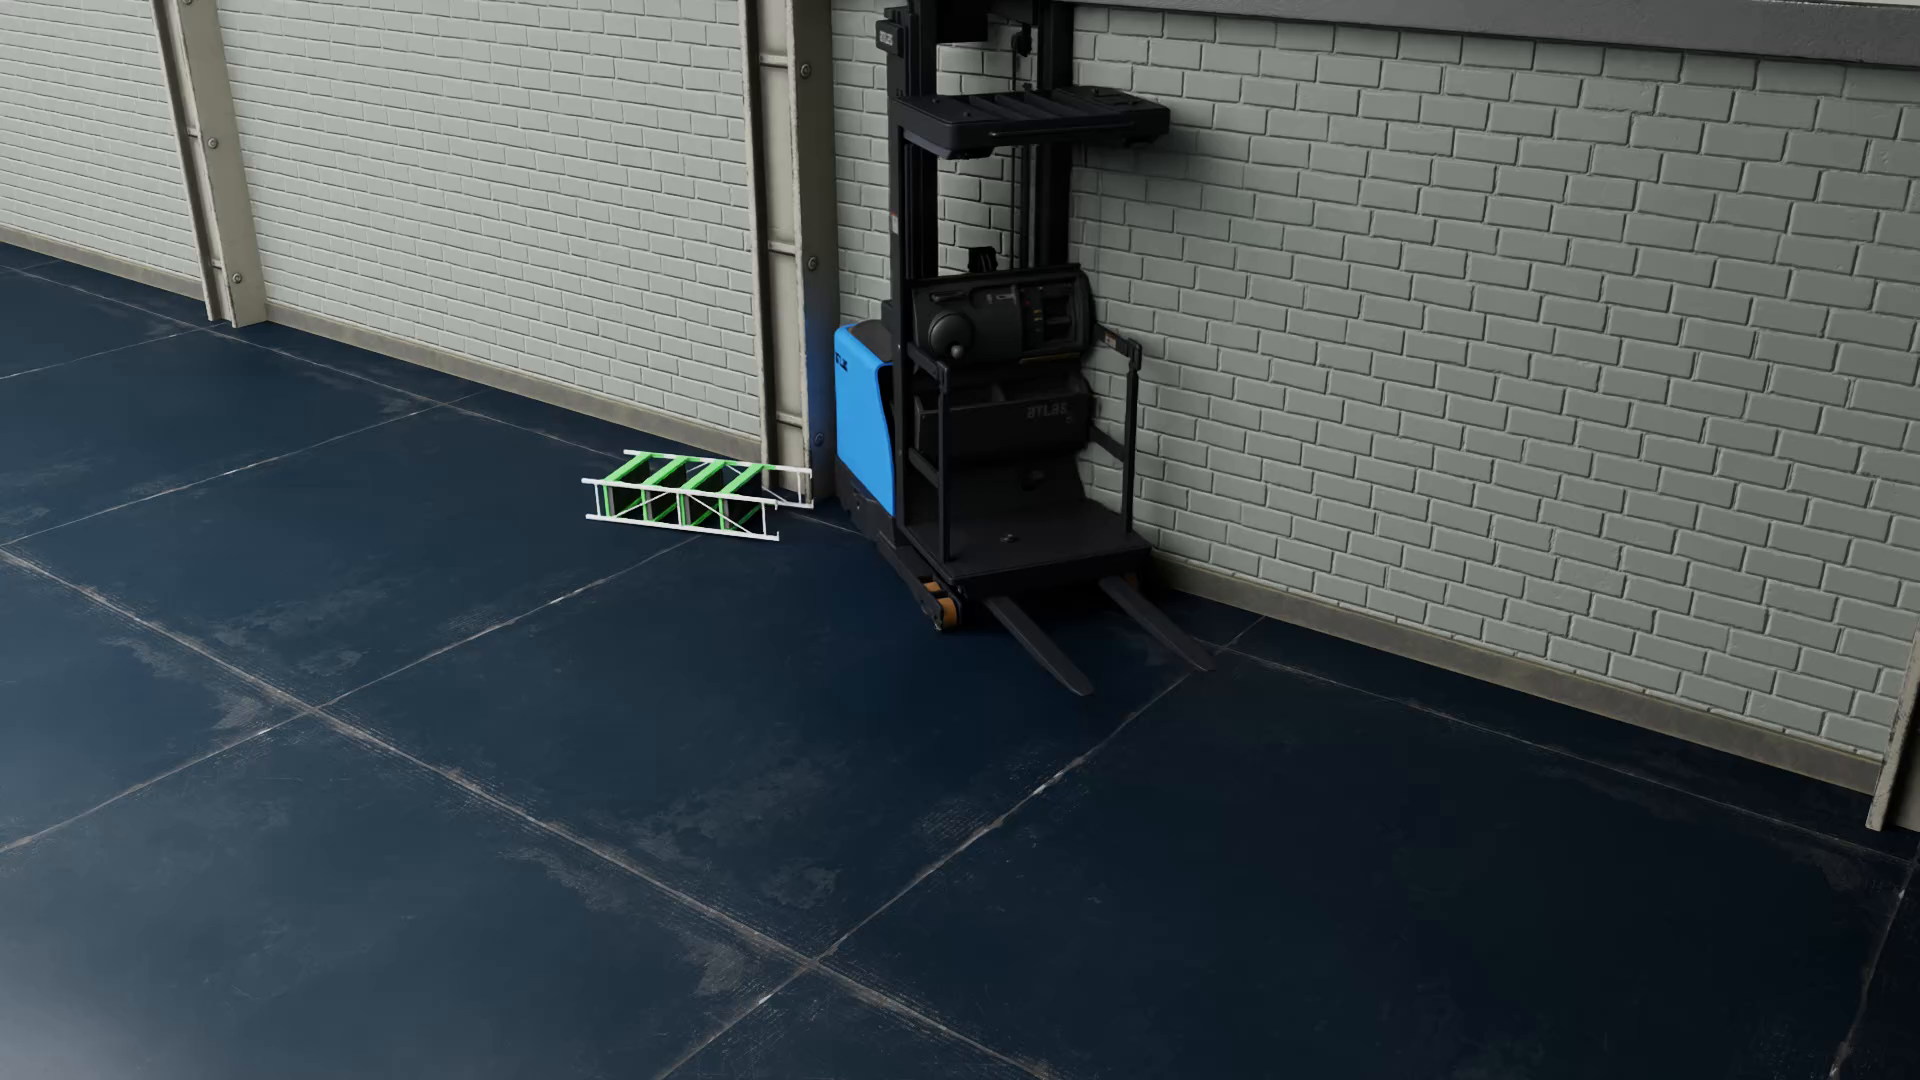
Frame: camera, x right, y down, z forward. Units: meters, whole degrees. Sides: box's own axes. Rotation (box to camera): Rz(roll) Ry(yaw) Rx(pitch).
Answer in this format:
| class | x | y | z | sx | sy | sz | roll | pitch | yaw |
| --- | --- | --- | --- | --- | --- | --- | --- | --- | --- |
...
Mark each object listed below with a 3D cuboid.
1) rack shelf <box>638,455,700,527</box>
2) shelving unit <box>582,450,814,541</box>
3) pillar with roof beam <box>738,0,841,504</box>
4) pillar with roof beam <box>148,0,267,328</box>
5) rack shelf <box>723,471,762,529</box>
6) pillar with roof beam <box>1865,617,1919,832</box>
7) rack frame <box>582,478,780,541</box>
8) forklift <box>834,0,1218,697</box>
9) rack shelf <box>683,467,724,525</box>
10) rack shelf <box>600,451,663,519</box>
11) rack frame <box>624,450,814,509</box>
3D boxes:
| class | x | y | z | sx | sy | sz | roll | pitch | yaw |
| --- | --- | --- | --- | --- | --- | --- | --- | --- | --- |
| rack shelf | -1.658 | -0.284 | 9.554 | 0.148 | 0.258 | 0.480 | 7 | 24 | 17 |
| shelving unit | -1.491 | -0.265 | 9.502 | 1.200 | 0.258 | 0.503 | 7 | 24 | 17 |
| pillar with roof beam | -3.514 | -3.035 | 4.977 | 0.400 | 9.000 | 9.100 | 17 | 29 | 33 |
| pillar with roof beam | -8.315 | -4.486 | 8.270 | 0.400 | 9.000 | 9.100 | 17 | 29 | 33 |
| rack shelf | -1.230 | -0.235 | 9.421 | 0.029 | 0.199 | 0.442 | 7 | 24 | 17 |
| pillar with roof beam | 1.288 | -1.584 | 1.684 | 0.400 | 9.000 | 9.100 | 17 | 29 | 33 |
| rack frame | -1.568 | -0.172 | 9.290 | 1.200 | 0.240 | 0.015 | 7 | 24 | 17 |
| forklift | 0.287 | -1.083 | 8.072 | 1.130 | 2.935 | 3.031 | -9 | 25 | -20 |
| rack shelf | -1.457 | -0.261 | 9.492 | 0.029 | 0.199 | 0.442 | 7 | 24 | 17 |
| rack shelf | -1.886 | -0.310 | 9.625 | 0.148 | 0.258 | 0.480 | 7 | 24 | 17 |
| rack frame | -1.414 | -0.357 | 9.715 | 1.200 | 0.240 | 0.015 | 7 | 24 | 17 |
